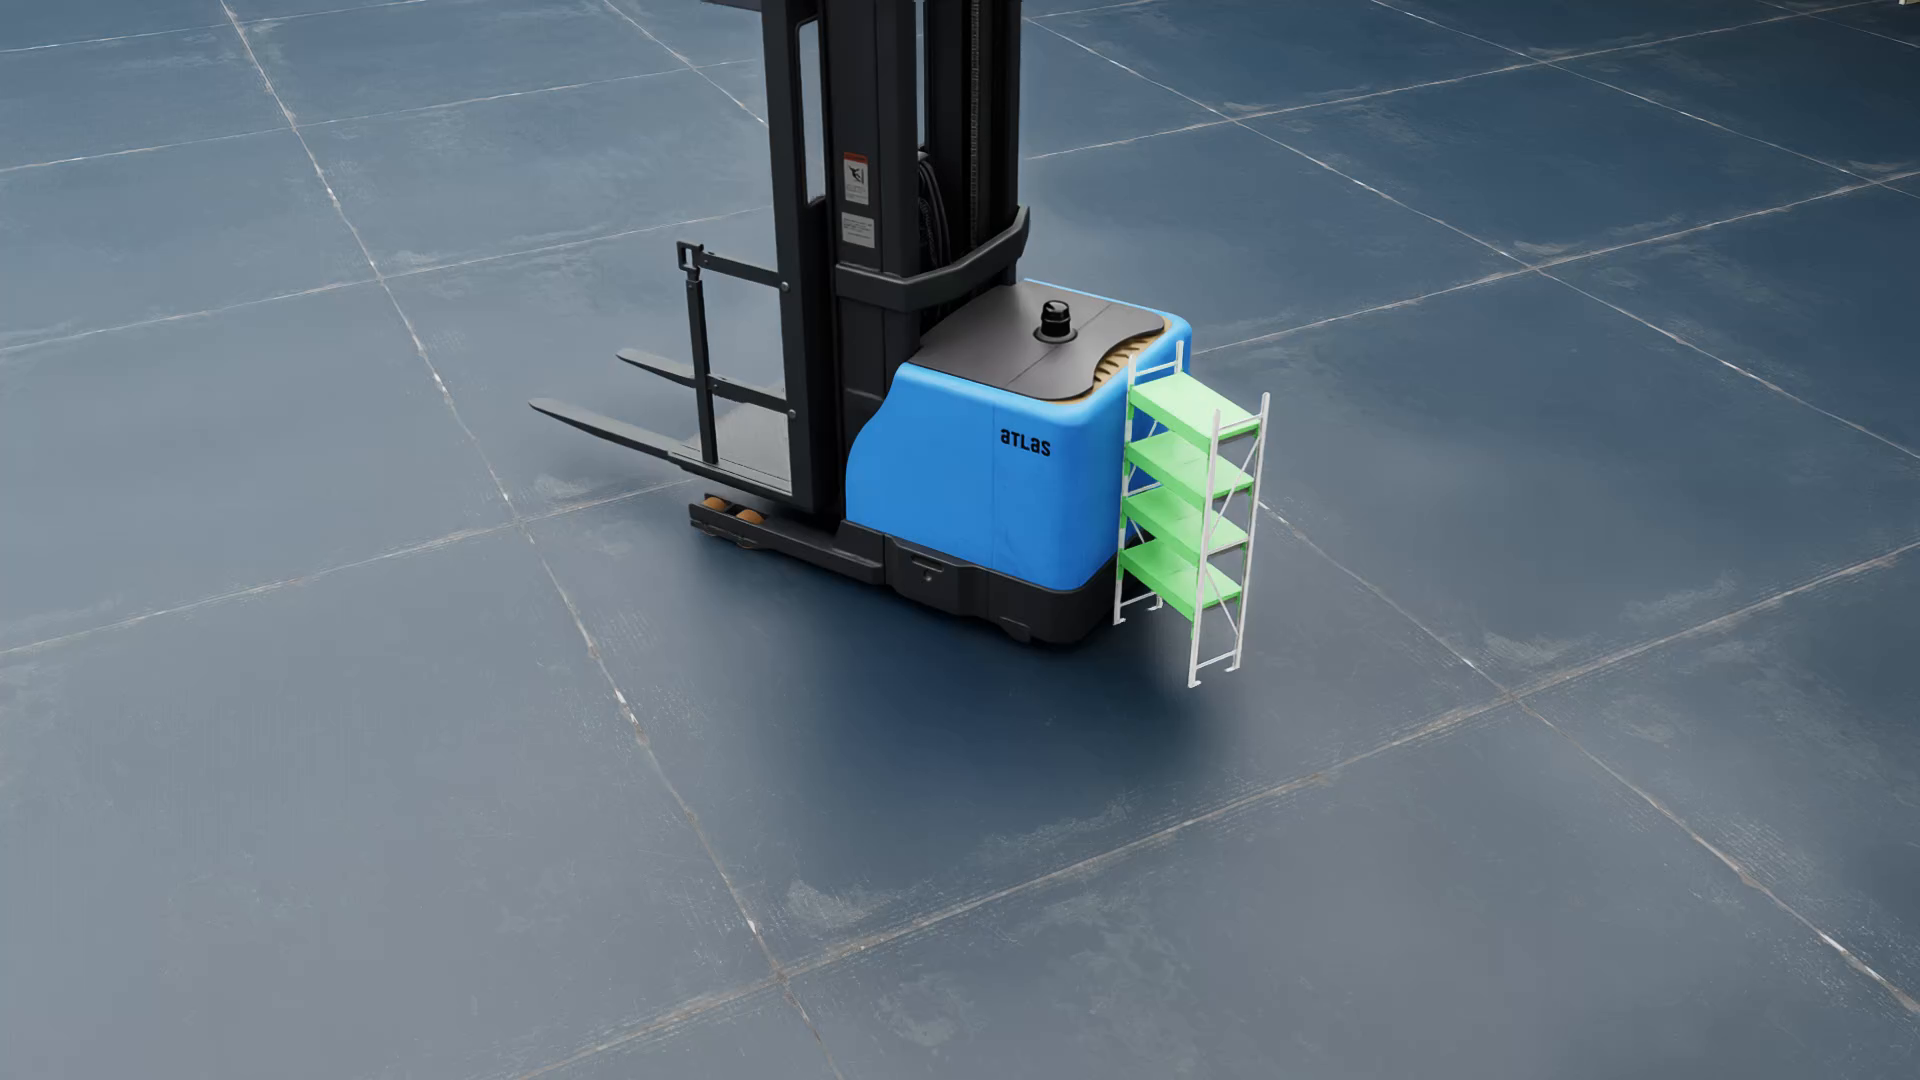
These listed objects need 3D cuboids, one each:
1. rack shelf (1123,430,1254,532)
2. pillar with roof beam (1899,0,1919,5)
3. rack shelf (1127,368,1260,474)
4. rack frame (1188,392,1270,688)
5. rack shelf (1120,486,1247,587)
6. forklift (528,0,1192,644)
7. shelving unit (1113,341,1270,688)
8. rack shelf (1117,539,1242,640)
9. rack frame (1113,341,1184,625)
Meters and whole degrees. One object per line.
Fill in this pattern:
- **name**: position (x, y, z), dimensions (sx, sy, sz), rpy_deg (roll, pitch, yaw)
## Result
- **rack shelf**: position (0.853, -0.236, 6.179), dimensions (0.258, 0.148, 0.480), rpy_deg (-18, 37, -26)
- **pillar with roof beam**: position (4.510, -7.531, 10.664), dimensions (9.100, 9.000, 0.400), rpy_deg (-16, 36, -23)
- **rack shelf**: position (0.853, -0.438, 6.050), dimensions (0.258, 0.148, 0.480), rpy_deg (-18, 37, -26)
- **rack frame**: position (0.980, 0.025, 6.099), dimensions (0.240, 1.200, 0.015), rpy_deg (-18, 37, -26)
- **rack shelf**: position (0.853, -0.034, 6.309), dimensions (0.258, 0.148, 0.480), rpy_deg (-18, 37, -26)
- **forklift**: position (-0.580, -1.418, 6.746), dimensions (3.031, 2.935, 1.130), rpy_deg (18, 37, 26)
- **shelving unit**: position (0.853, -0.087, 6.274), dimensions (0.258, 1.200, 0.503), rpy_deg (-18, 37, -26)
- **rack shelf**: position (0.853, 0.168, 6.438), dimensions (0.258, 0.148, 0.480), rpy_deg (-18, 37, -26)
- **rack frame**: position (0.725, -0.200, 6.449), dimensions (0.240, 1.200, 0.015), rpy_deg (-18, 37, -26)
